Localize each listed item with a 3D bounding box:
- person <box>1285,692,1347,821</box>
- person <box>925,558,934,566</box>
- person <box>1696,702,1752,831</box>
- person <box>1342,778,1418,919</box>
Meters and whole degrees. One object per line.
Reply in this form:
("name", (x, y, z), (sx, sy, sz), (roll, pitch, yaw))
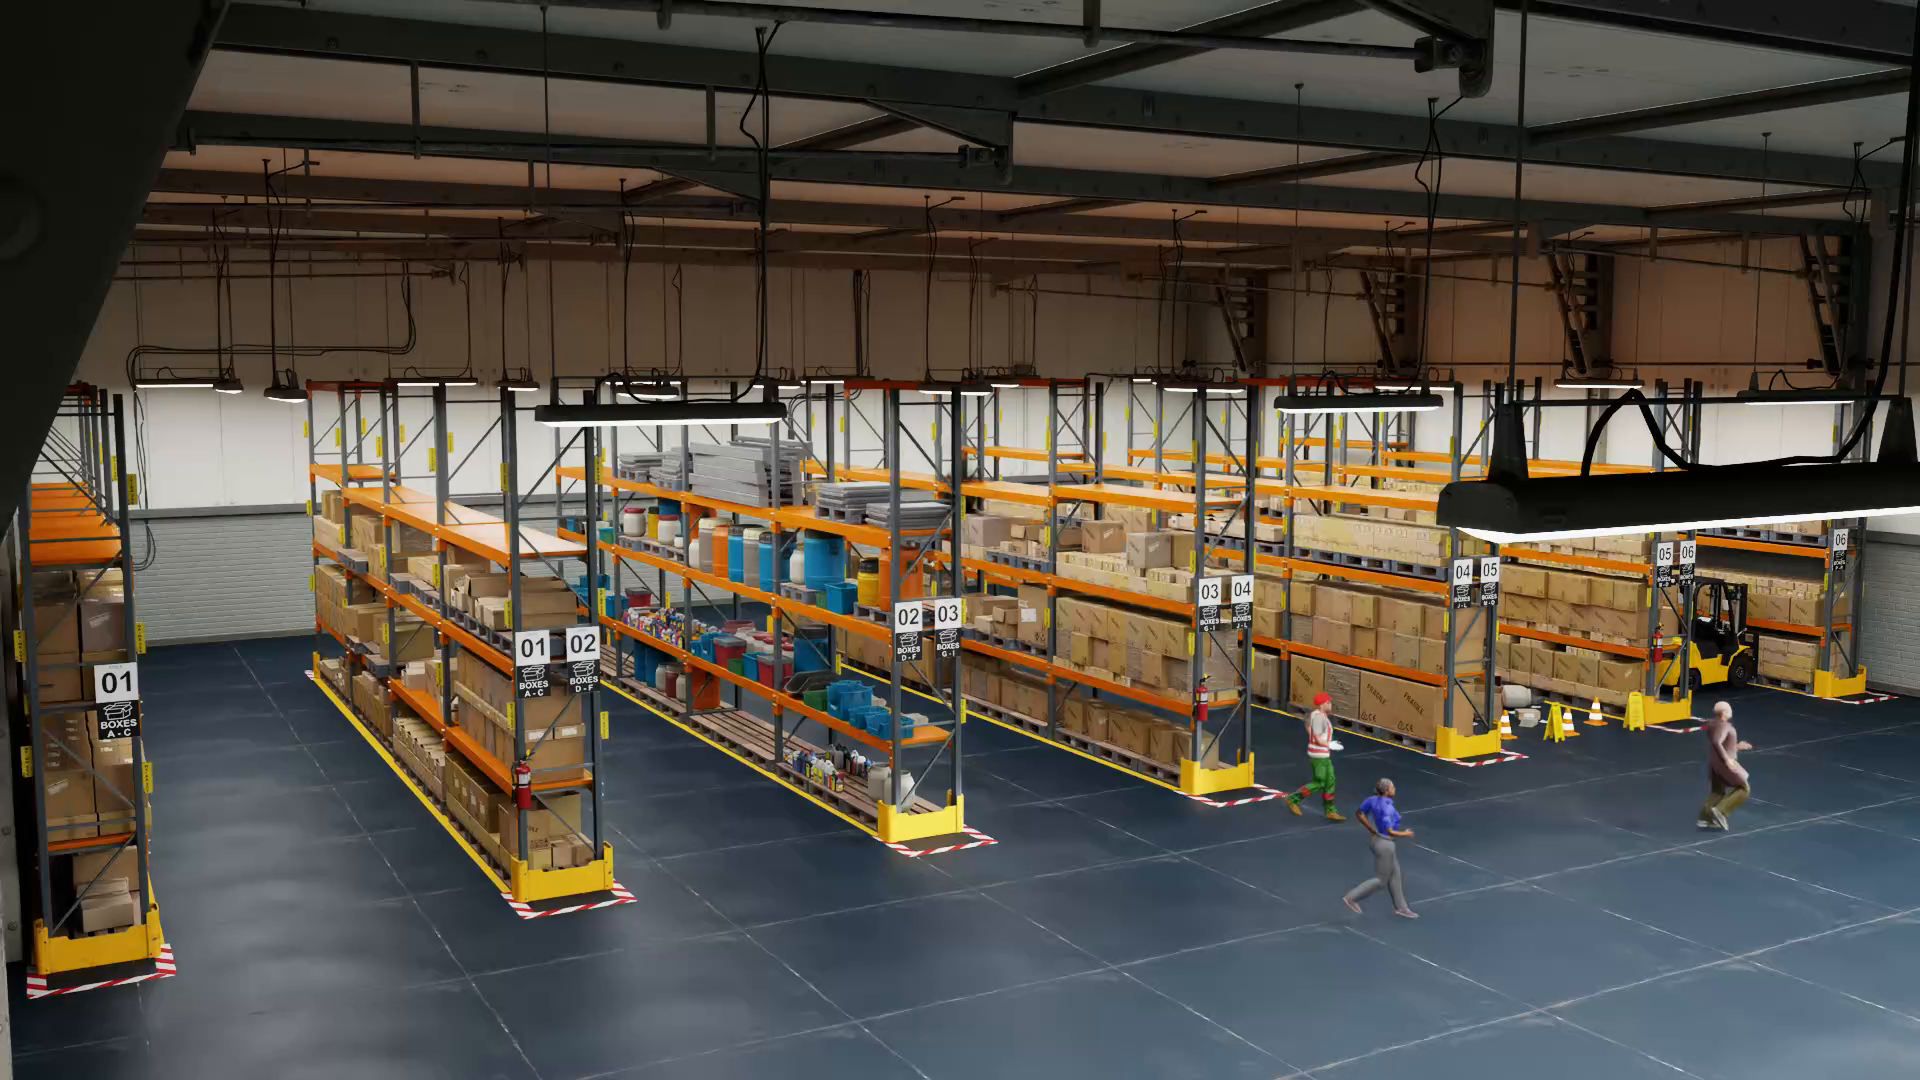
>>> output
("person", (4.953, 2.998, 23.070), (0.844, 1.795, 0.685), (1, 6, 12))
("person", (-0.837, 1.120, 41.434), (0.876, 1.617, 0.748), (5, 8, 42))
("person", (10.373, 3.055, 22.520), (0.707, 1.744, 0.682), (0, 6, -1))
("person", (4.783, 3.514, 18.865), (0.930, 1.646, 0.592), (-1, 6, -6))
